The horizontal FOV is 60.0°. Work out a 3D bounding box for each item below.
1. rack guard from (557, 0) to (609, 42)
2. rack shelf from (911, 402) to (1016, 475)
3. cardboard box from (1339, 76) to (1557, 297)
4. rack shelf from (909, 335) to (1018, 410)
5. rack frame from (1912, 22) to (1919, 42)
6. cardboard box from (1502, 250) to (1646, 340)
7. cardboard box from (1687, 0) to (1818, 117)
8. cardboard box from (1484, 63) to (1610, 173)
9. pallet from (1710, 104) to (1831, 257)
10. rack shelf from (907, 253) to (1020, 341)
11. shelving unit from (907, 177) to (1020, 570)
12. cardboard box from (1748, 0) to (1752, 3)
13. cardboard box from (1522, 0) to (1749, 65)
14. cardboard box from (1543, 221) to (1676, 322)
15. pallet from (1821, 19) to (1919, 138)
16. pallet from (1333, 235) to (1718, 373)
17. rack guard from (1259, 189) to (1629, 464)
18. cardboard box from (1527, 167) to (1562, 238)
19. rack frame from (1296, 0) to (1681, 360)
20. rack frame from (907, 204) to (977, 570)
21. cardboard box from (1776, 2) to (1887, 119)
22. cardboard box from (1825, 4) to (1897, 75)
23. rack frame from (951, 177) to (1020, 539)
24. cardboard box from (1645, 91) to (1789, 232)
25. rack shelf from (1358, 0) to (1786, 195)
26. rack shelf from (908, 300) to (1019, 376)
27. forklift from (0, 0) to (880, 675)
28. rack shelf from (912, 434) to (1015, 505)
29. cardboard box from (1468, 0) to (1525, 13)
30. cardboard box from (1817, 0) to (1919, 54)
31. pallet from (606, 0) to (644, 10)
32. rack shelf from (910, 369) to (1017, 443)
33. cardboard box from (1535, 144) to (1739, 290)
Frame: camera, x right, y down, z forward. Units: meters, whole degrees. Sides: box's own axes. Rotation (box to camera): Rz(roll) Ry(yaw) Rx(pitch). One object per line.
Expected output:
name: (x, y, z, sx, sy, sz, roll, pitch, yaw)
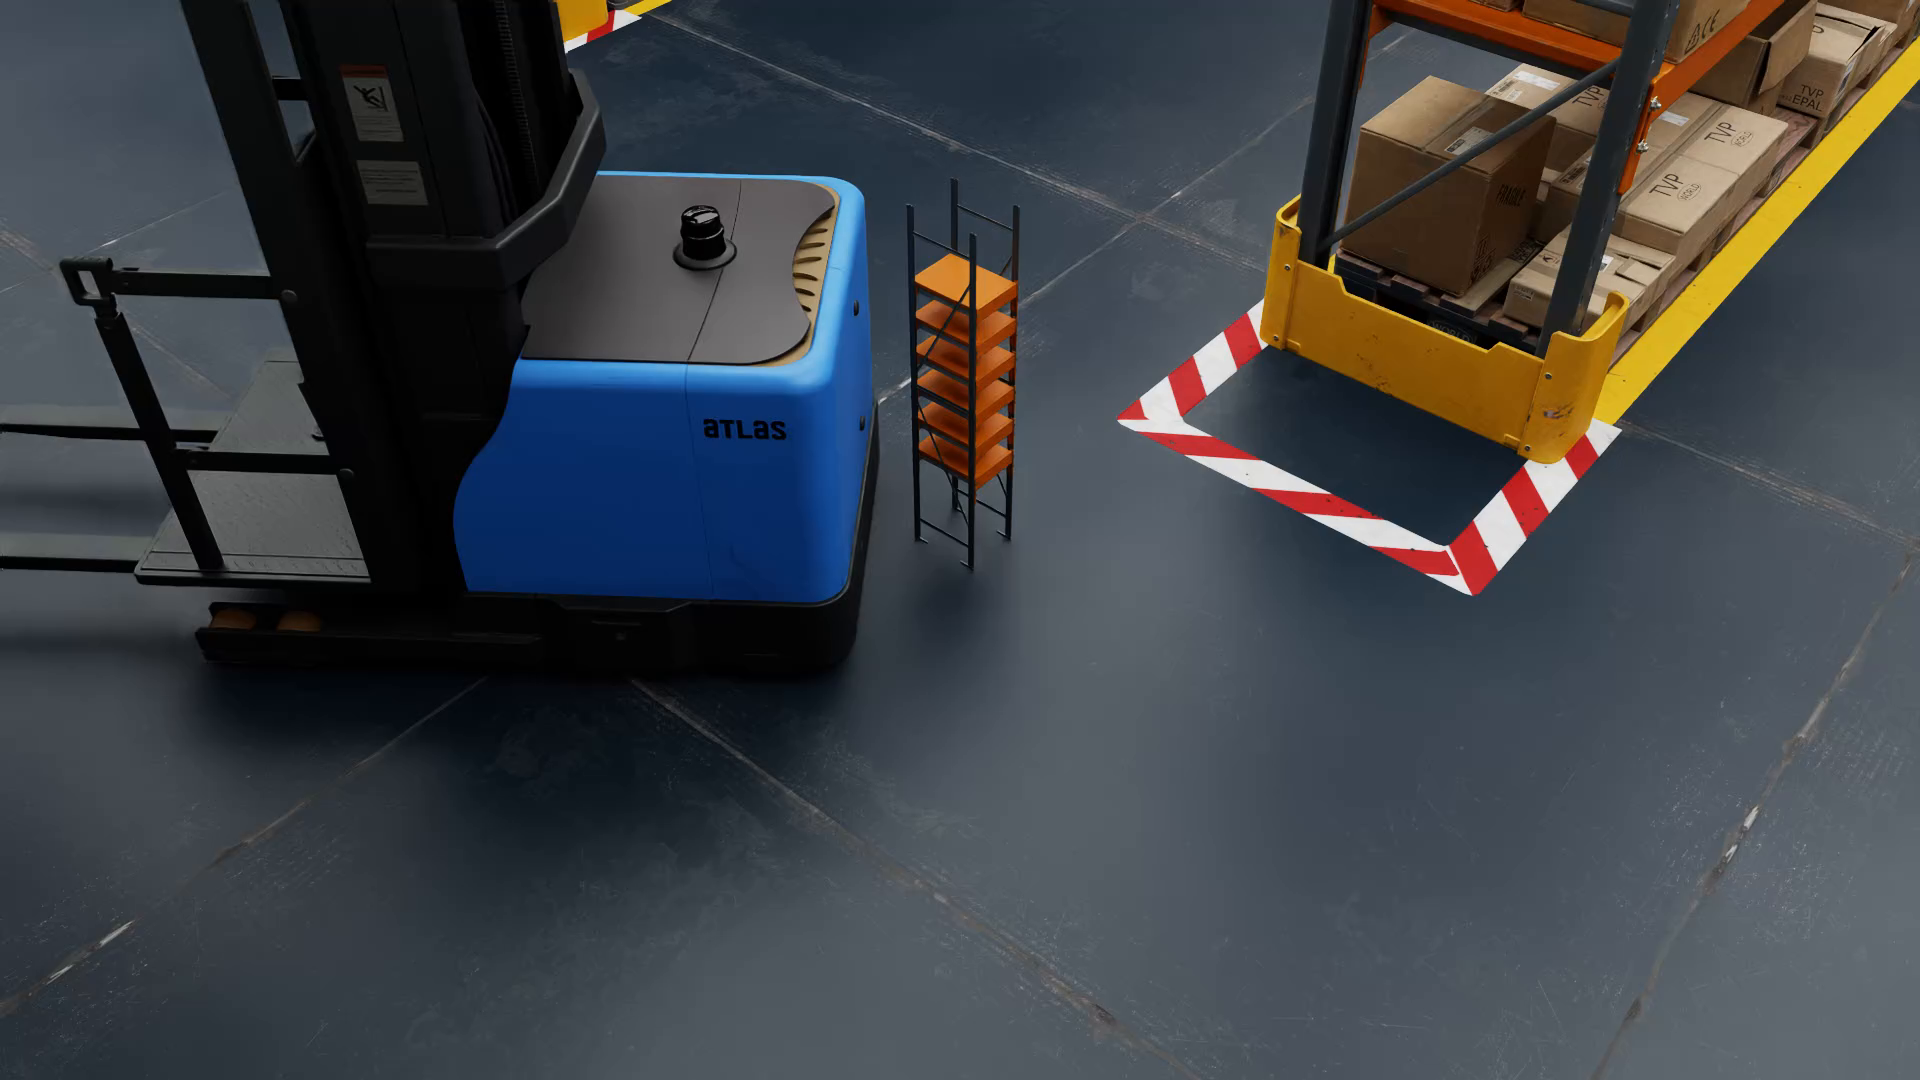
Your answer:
rack guard: (-2.220, -2.850, 8.012, 1.175, 0.500, 0.348, 29, 50, 28)
rack shelf: (0.009, -0.330, 4.965, 0.258, 0.103, 0.180, 29, 50, 28)
cardboard box: (1.736, -1.271, 5.949, 0.500, 0.500, 0.500, 29, 50, 28)
rack shelf: (0.009, -0.507, 4.804, 0.258, 0.103, 0.180, 29, 50, 28)
rack frame: (4.149, -3.706, 7.096, 1.000, 3.000, 0.127, 29, 50, 28)
cardboard box: (2.107, -0.821, 5.715, 0.380, 0.149, 0.250, 29, 50, 28)
cardboard box: (2.944, -1.975, 6.721, 0.797, 0.503, 0.637, 29, 50, 28)
cardboard box: (2.370, -1.654, 6.556, 0.500, 0.250, 0.500, 29, 50, 28)
pallet: (2.921, -1.690, 6.951, 1.003, 0.211, 1.213, 29, 50, 28)
rack shelf: (0.009, -0.685, 4.642, 0.258, 0.103, 0.180, 29, 50, 28)
shelving unit: (0.009, -0.451, 4.855, 0.258, 1.200, 0.189, 29, 50, 28)
cardboard box: (2.390, -2.065, 5.217, 0.500, 0.500, 0.500, 29, 50, 28)
cardboard box: (2.062, -1.797, 4.923, 0.500, 0.500, 0.500, 31, 50, 29)
cardboard box: (2.268, -0.956, 5.851, 0.380, 0.166, 0.250, 29, 50, 28)
pallet: (3.706, -2.321, 7.645, 1.003, 0.211, 1.213, 29, 50, 28)
pallet: (2.136, -1.064, 6.264, 1.003, 0.211, 1.213, 29, 50, 28)
rack guard: (1.624, -0.760, 5.714, 1.175, 0.500, 0.348, 29, 50, 28)
cardboard box: (2.066, -1.317, 6.247, 0.380, 0.166, 0.250, 29, 50, 28)
rack frame: (1.575, -1.646, 4.831, 1.000, 3.000, 0.127, 29, 50, 28)
rack frame: (-0.050, -0.404, 4.803, 0.240, 1.200, 0.006, 29, 50, 28)
cardboard box: (3.517, -2.071, 6.970, 0.500, 0.311, 0.500, 29, 50, 28)
cardboard box: (3.804, -2.178, 7.208, 0.380, 0.149, 0.250, 29, 50, 28)
rack frame: (0.068, -0.498, 4.906, 0.240, 1.200, 0.006, 29, 50, 28)
cardboard box: (2.785, -1.463, 6.347, 0.500, 0.250, 0.500, 29, 50, 28)
rack shelf: (2.862, -2.410, 6.205, 1.077, 0.370, 4.000, 29, 50, 28)
rack shelf: (0.009, -0.596, 4.723, 0.258, 0.103, 0.180, 29, 50, 28)
forklift: (-1.797, -1.071, 4.249, 3.031, 2.935, 1.130, 2, 42, 2)
rack shelf: (0.009, -0.241, 5.046, 0.258, 0.103, 0.180, 29, 50, 28)
cardboard box: (1.655, -2.031, 5.180, 0.500, 0.500, 0.500, 31, 51, 30)
cardboard box: (3.999, -2.527, 7.331, 0.500, 0.500, 0.500, 29, 50, 28)
pallet: (-1.654, -3.169, 8.578, 1.003, 0.211, 1.213, 29, 50, 28)
rack shelf: (0.009, -0.418, 4.884, 0.258, 0.103, 0.180, 29, 50, 28)
cardboard box: (2.463, -1.206, 6.064, 0.500, 0.250, 0.500, 29, 50, 28)
